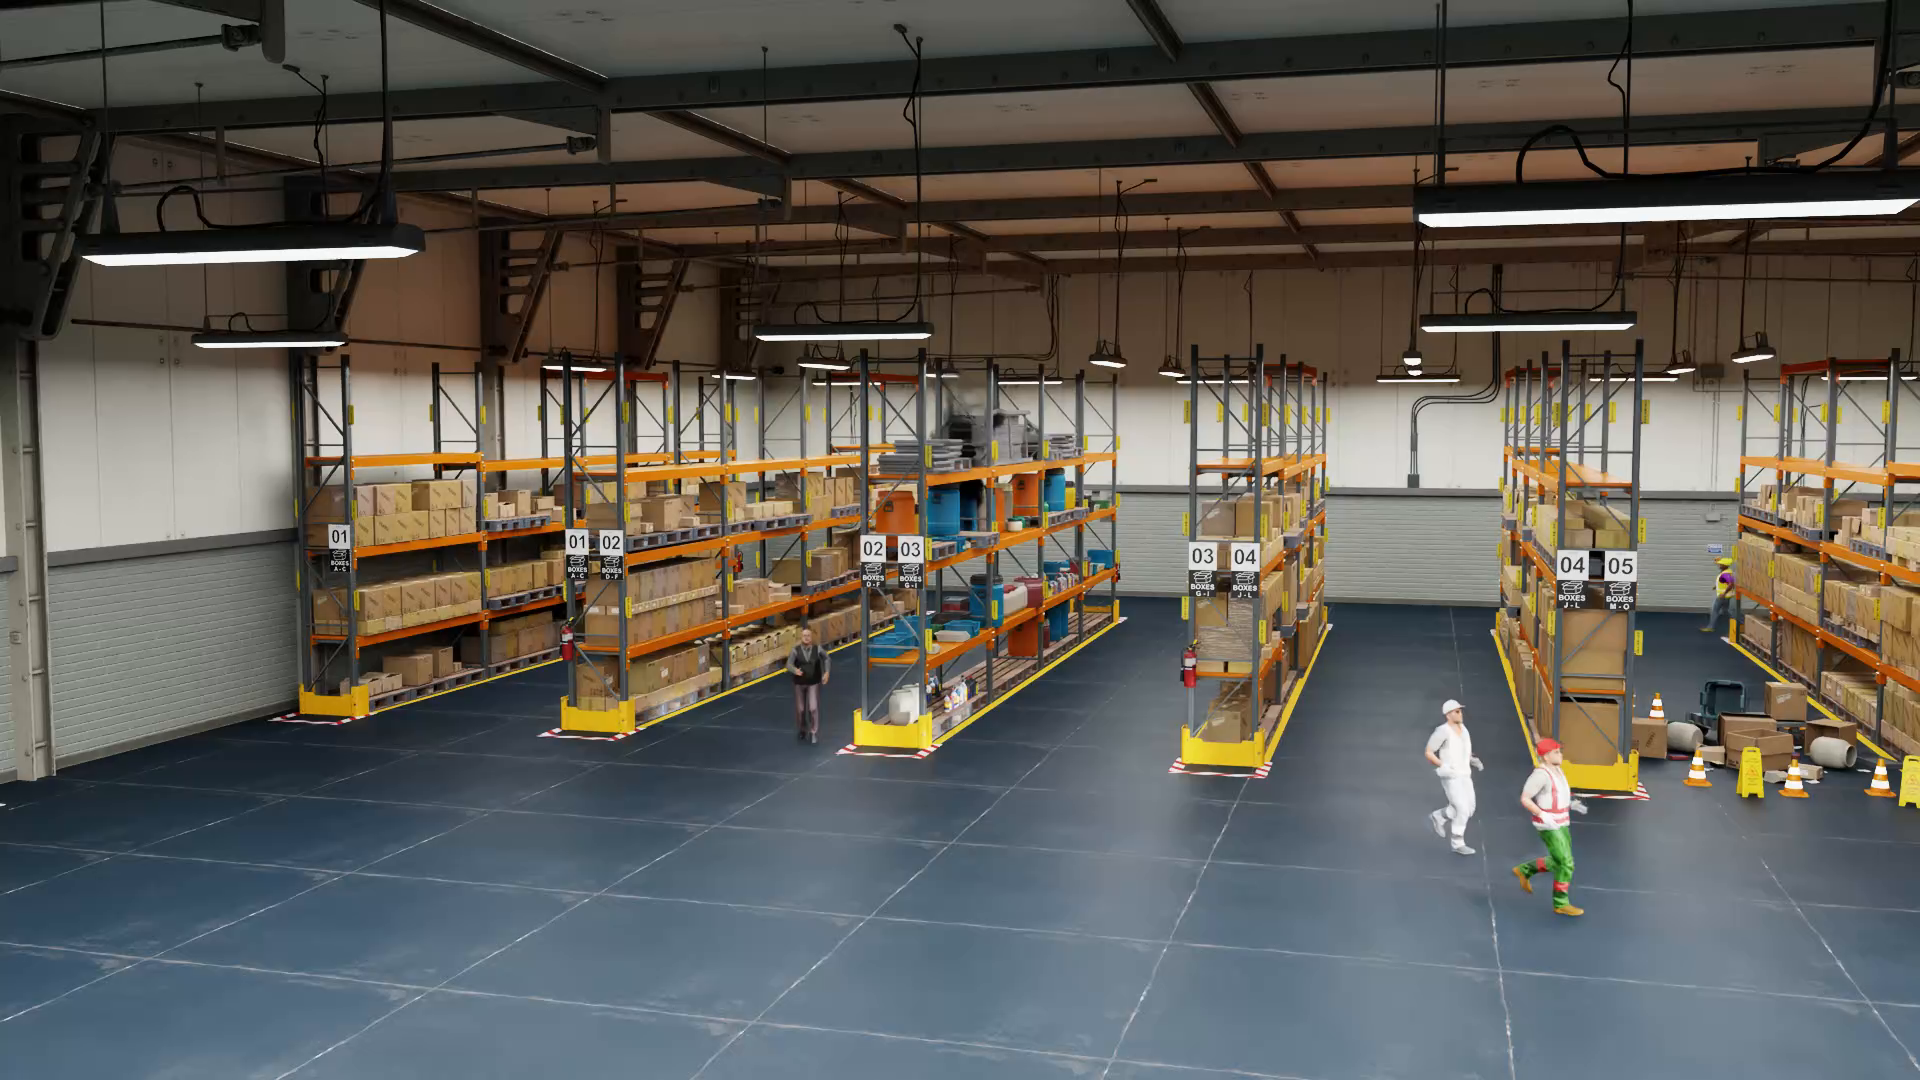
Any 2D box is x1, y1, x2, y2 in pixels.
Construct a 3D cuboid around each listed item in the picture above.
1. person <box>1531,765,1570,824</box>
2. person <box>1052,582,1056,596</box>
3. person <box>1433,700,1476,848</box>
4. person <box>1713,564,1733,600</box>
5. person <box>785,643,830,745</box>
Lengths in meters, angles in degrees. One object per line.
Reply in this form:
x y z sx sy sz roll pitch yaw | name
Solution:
5.955 2.550 16.738 0.316 0.555 0.409 4 6 43 | person
7.188 2.518 22.699 6.217 1.582 24.930 -3 5 -38 | person
5.645 2.672 19.091 0.430 1.683 0.603 -3 5 -34 | person
17.415 0.899 37.925 0.480 0.919 0.762 3 5 31 | person
-2.322 2.343 25.415 0.685 1.581 0.635 0 4 -4 | person
